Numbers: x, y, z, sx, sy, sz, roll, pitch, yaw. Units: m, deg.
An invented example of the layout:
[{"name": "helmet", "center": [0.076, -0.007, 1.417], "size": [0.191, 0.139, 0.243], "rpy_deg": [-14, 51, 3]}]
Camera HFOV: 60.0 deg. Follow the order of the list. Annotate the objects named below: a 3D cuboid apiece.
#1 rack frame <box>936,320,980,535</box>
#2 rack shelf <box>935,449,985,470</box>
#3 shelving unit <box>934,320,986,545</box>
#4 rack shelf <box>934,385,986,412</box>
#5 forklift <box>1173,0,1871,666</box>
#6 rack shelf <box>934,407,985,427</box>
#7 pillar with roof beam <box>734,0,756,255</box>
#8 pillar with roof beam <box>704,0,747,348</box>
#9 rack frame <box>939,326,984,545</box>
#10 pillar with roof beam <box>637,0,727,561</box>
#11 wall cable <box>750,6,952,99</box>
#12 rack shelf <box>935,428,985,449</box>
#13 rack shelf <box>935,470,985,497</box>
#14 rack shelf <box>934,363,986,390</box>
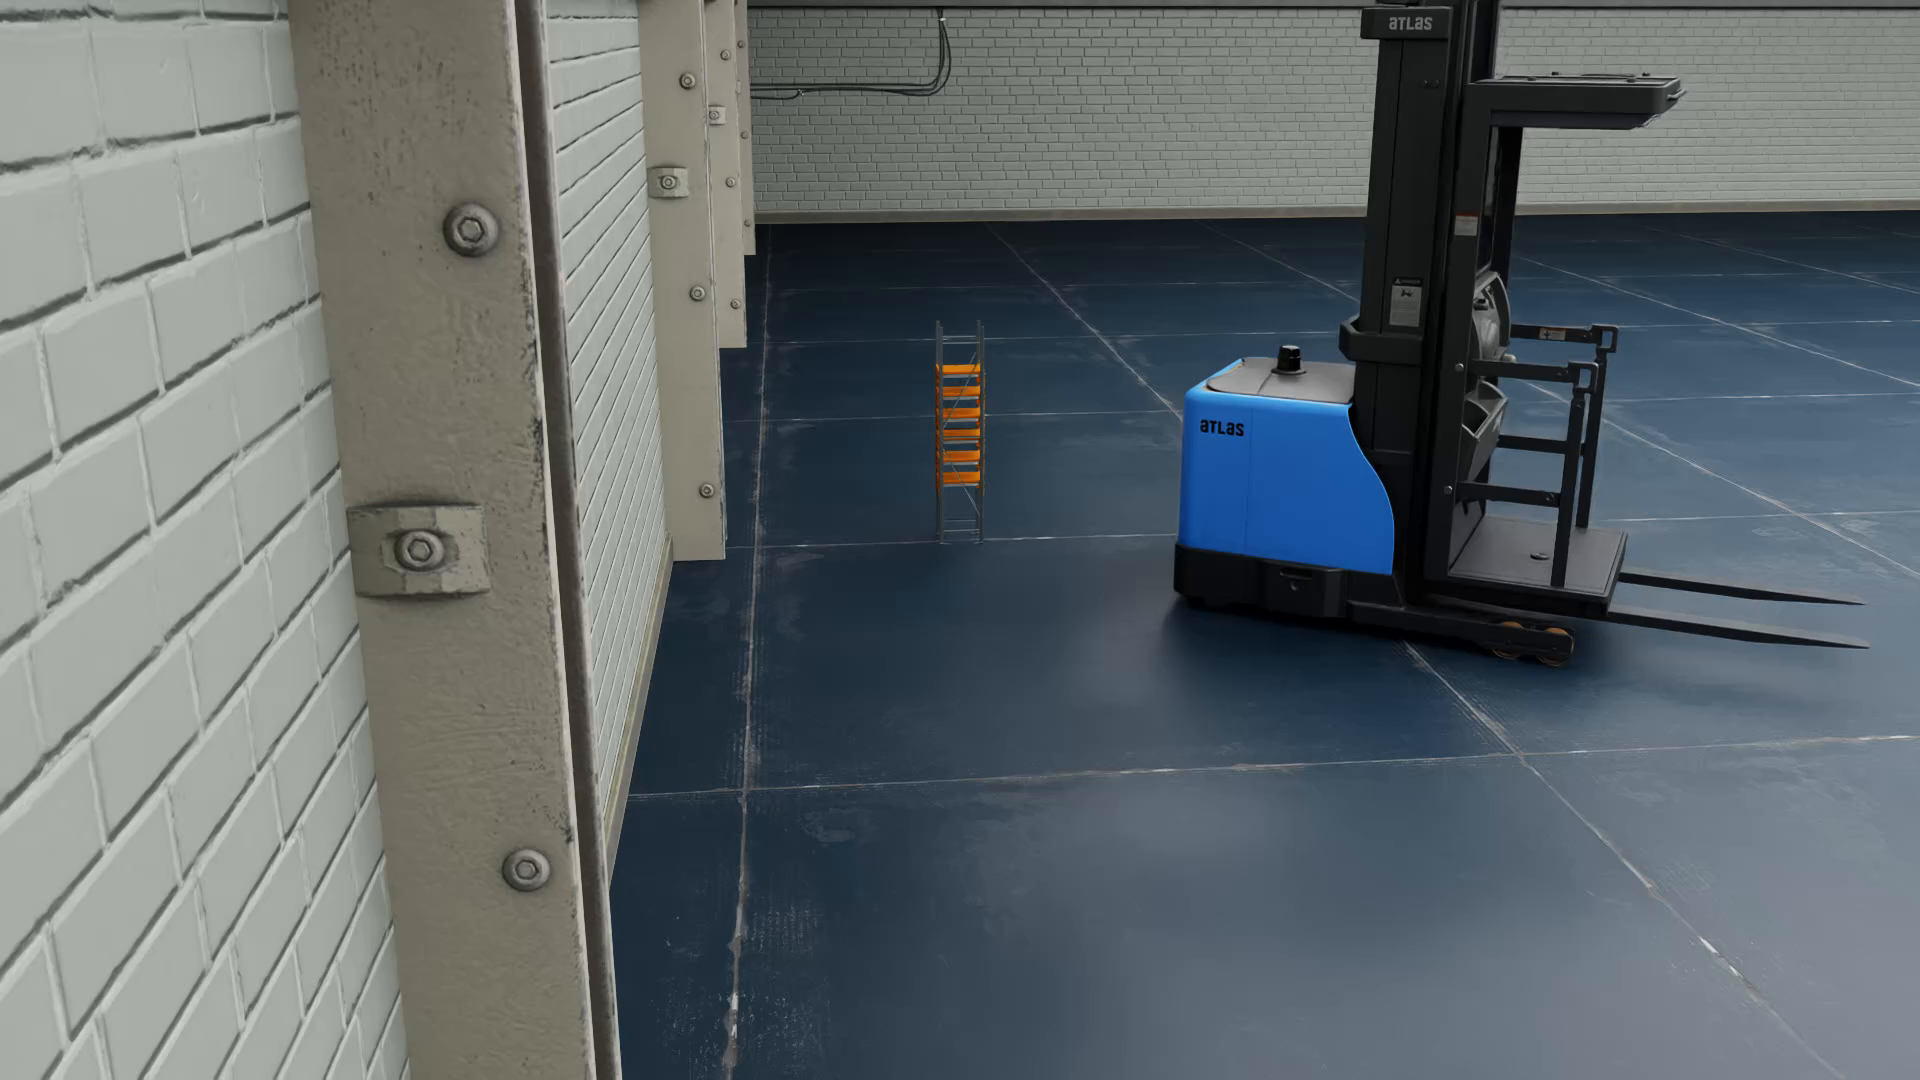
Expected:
[{"name": "rack frame", "center": [-0.011, -0.604, 9.098], "size": [0.240, 1.200, 0.006], "rpy_deg": [-2, 18, -6]}, {"name": "rack shelf", "center": [-0.001, -0.420, 9.060], "size": [0.258, 0.103, 0.180], "rpy_deg": [-2, 18, -6]}, {"name": "shelving unit", "center": [-0.001, -0.577, 9.011], "size": [0.258, 1.200, 0.189], "rpy_deg": [-2, 18, -6]}, {"name": "rack shelf", "center": [-0.002, -0.763, 8.953], "size": [0.258, 0.103, 0.180], "rpy_deg": [-2, 18, -6]}, {"name": "forklift", "center": [2.606, -1.020, 7.531], "size": [3.031, 2.935, 1.130], "rpy_deg": [8, 19, 24]}, {"name": "rack shelf", "center": [-0.001, -0.649, 8.988], "size": [0.258, 0.103, 0.180], "rpy_deg": [-2, 18, -6]}, {"name": "pillar with roof beam", "center": [1.619, -7.953, 19.487], "size": [9.100, 9.000, 0.400], "rpy_deg": [-2, 18, -6]}, {"name": "pillar with roof beam", "center": [2.238, -6.166, 13.793], "size": [9.100, 9.000, 0.400], "rpy_deg": [-2, 18, -6]}, {"name": "rack frame", "center": [0.008, -0.550, 8.924], "size": [0.240, 1.200, 0.006], "rpy_deg": [-2, 18, -6]}, {"name": "pillar with roof beam", "center": [2.857, -4.378, 8.099], "size": [9.100, 9.000, 0.400], "rpy_deg": [-2, 18, -6]}, {"name": "wall cable", "center": [-1.651, -7.258, 22.455], "size": [3.097, 2.526, 0.112], "rpy_deg": [-2, 18, -6]}, {"name": "rack shelf", "center": [-0.001, -0.534, 9.024], "size": [0.258, 0.103, 0.180], "rpy_deg": [-2, 18, -6]}, {"name": "rack shelf", "center": [-0.001, -0.305, 9.096], "size": [0.258, 0.103, 0.180], "rpy_deg": [-2, 18, -6]}, {"name": "rack shelf", "center": [-0.002, -0.878, 8.917], "size": [0.258, 0.103, 0.180], "rpy_deg": [-2, 18, -6]}]
